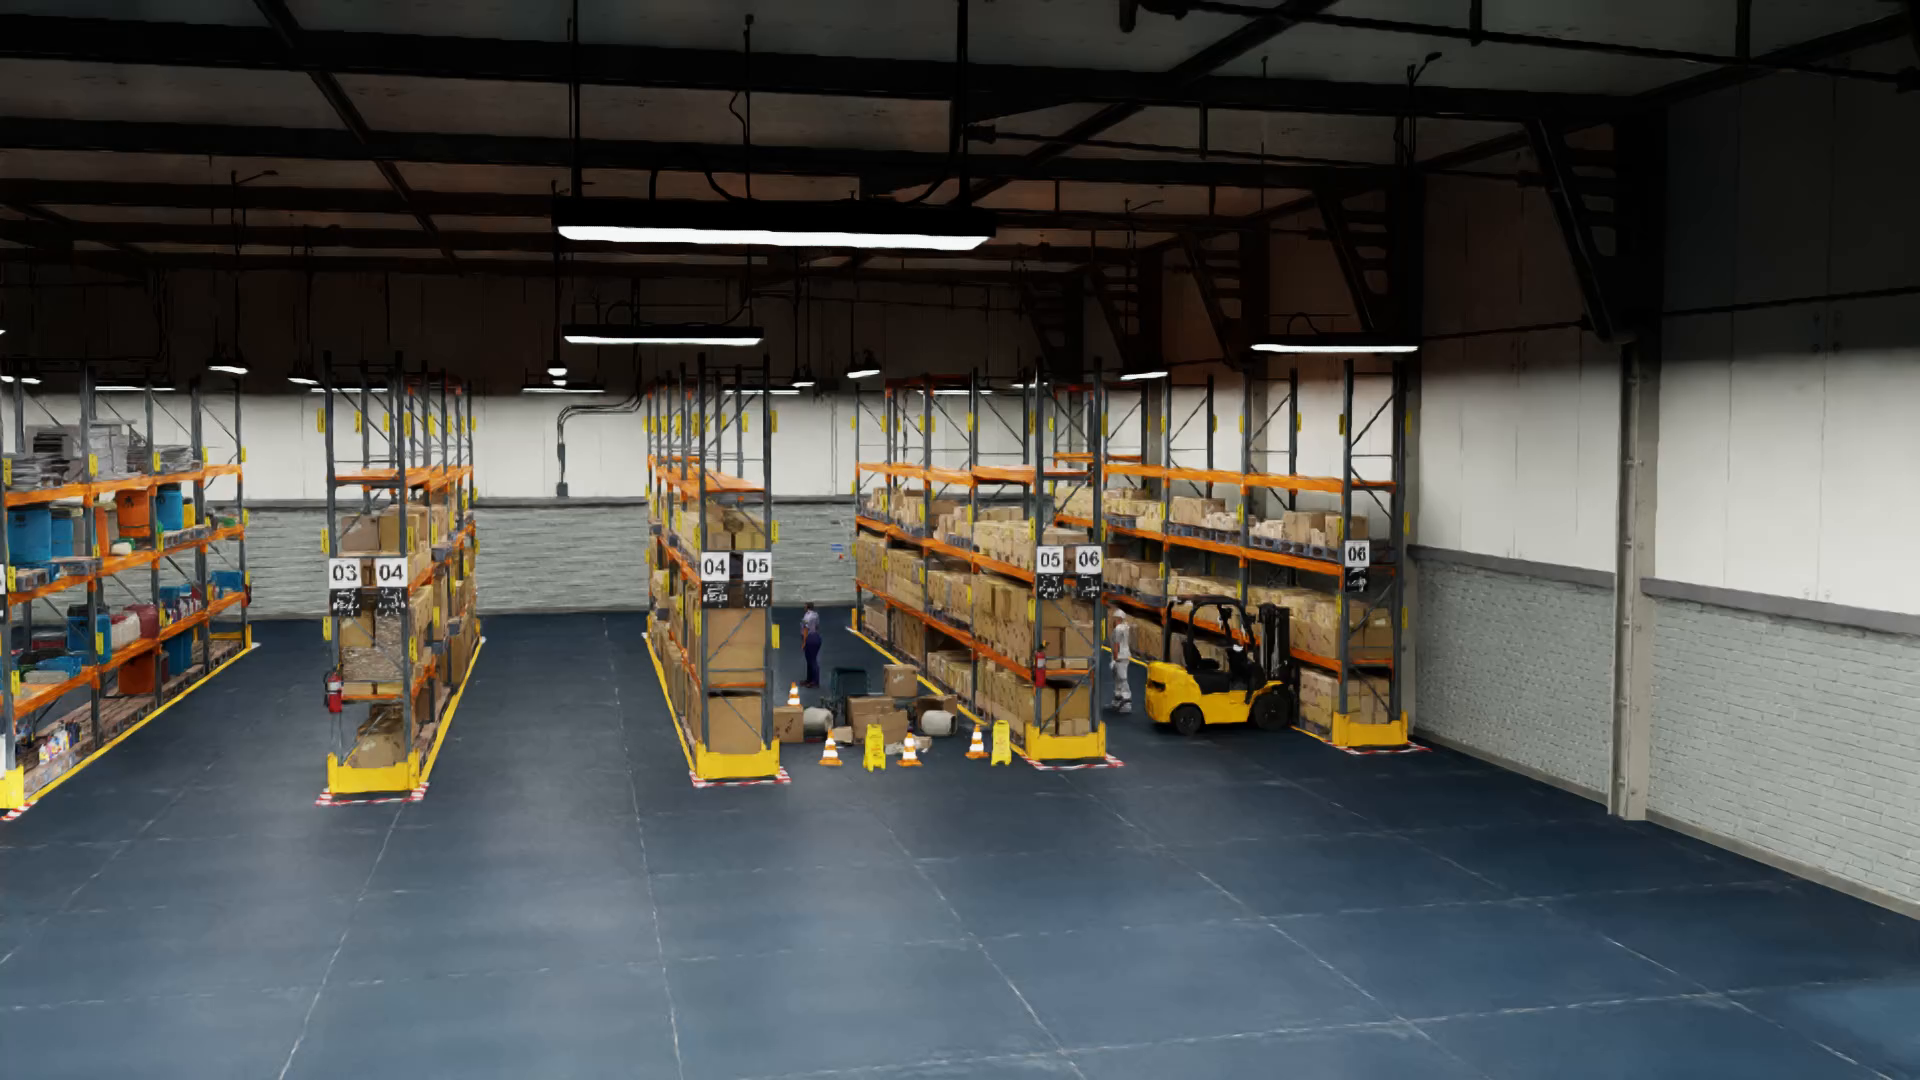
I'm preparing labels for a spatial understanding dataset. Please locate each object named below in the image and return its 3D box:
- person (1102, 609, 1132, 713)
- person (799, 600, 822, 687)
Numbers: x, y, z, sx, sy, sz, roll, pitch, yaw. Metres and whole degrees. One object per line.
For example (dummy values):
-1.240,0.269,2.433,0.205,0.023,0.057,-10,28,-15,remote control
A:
2.732,2.085,28.885,0.577,1.785,0.655,1,4,17,person
-2.872,1.963,31.784,0.534,1.646,0.557,1,4,17,person
